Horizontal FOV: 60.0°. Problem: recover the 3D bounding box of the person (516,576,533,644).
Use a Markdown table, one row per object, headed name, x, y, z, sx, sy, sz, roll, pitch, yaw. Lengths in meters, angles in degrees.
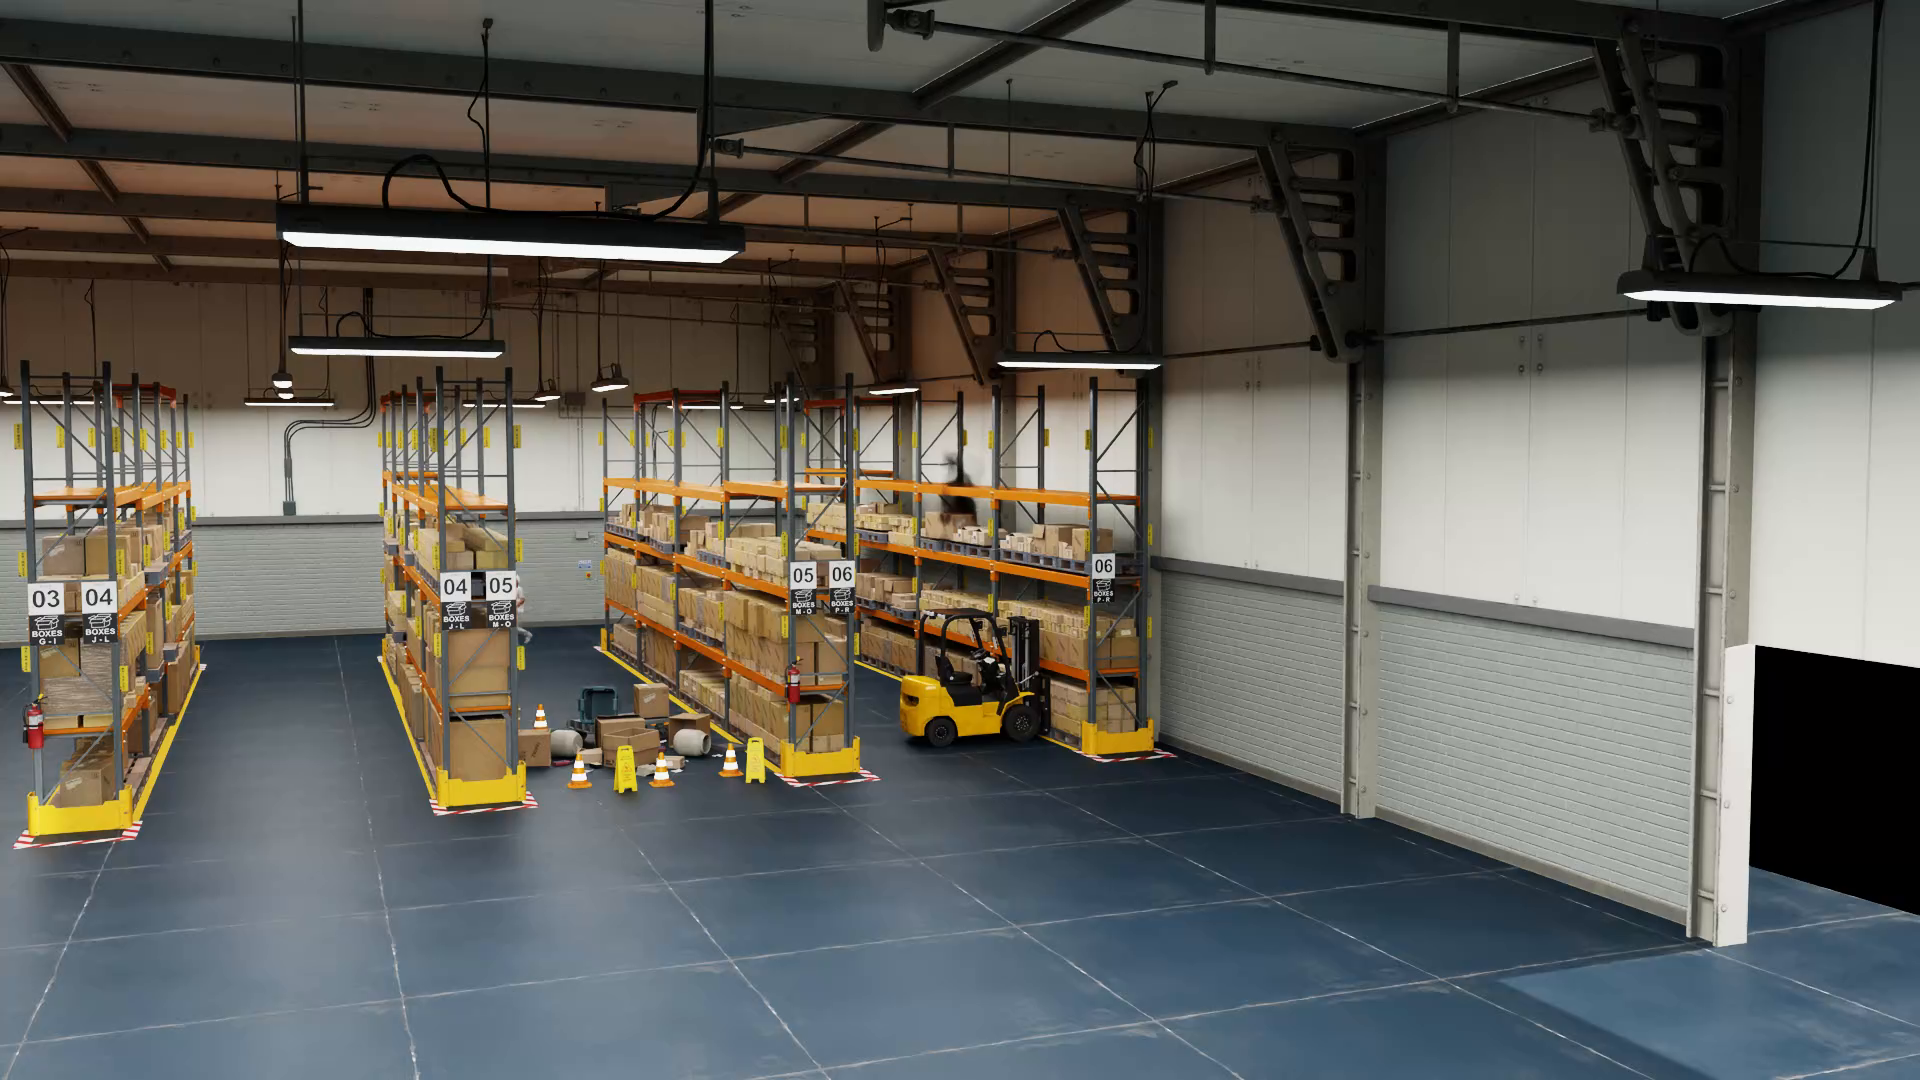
| name | x | y | z | sx | sy | sz | roll | pitch | yaw |
| --- | --- | --- | --- | --- | --- | --- | --- | --- | --- |
| person | -10.664 | 1.723 | 40.052 | 0.665 | 1.751 | 0.682 | -2 | 4 | -31 |
